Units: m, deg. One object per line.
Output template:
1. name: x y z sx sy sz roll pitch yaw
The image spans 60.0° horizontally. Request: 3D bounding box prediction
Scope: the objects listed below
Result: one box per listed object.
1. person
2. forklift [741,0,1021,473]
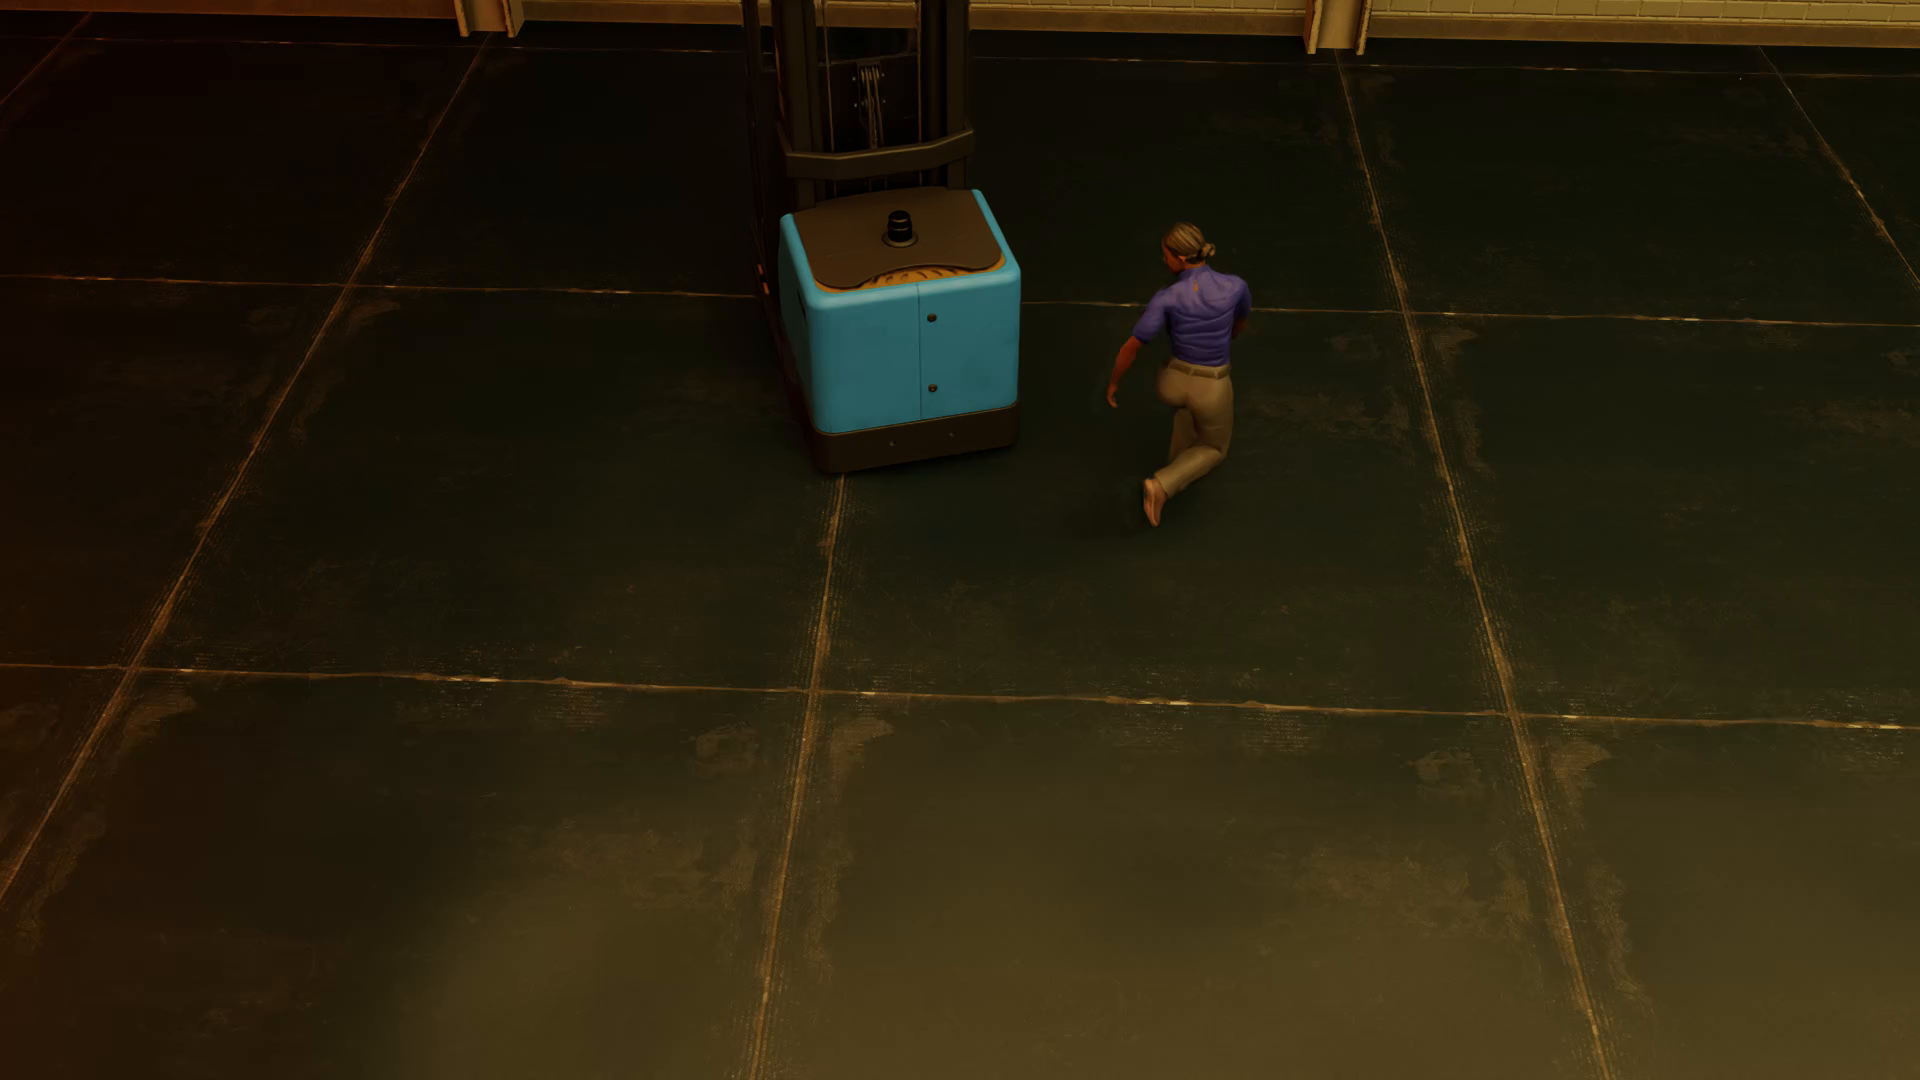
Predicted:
1. person: 1.018 -0.770 7.731 0.553 1.438 0.779 15 45 16
2. forklift: -0.556 -2.417 8.390 1.130 2.935 3.031 -10 43 -10
